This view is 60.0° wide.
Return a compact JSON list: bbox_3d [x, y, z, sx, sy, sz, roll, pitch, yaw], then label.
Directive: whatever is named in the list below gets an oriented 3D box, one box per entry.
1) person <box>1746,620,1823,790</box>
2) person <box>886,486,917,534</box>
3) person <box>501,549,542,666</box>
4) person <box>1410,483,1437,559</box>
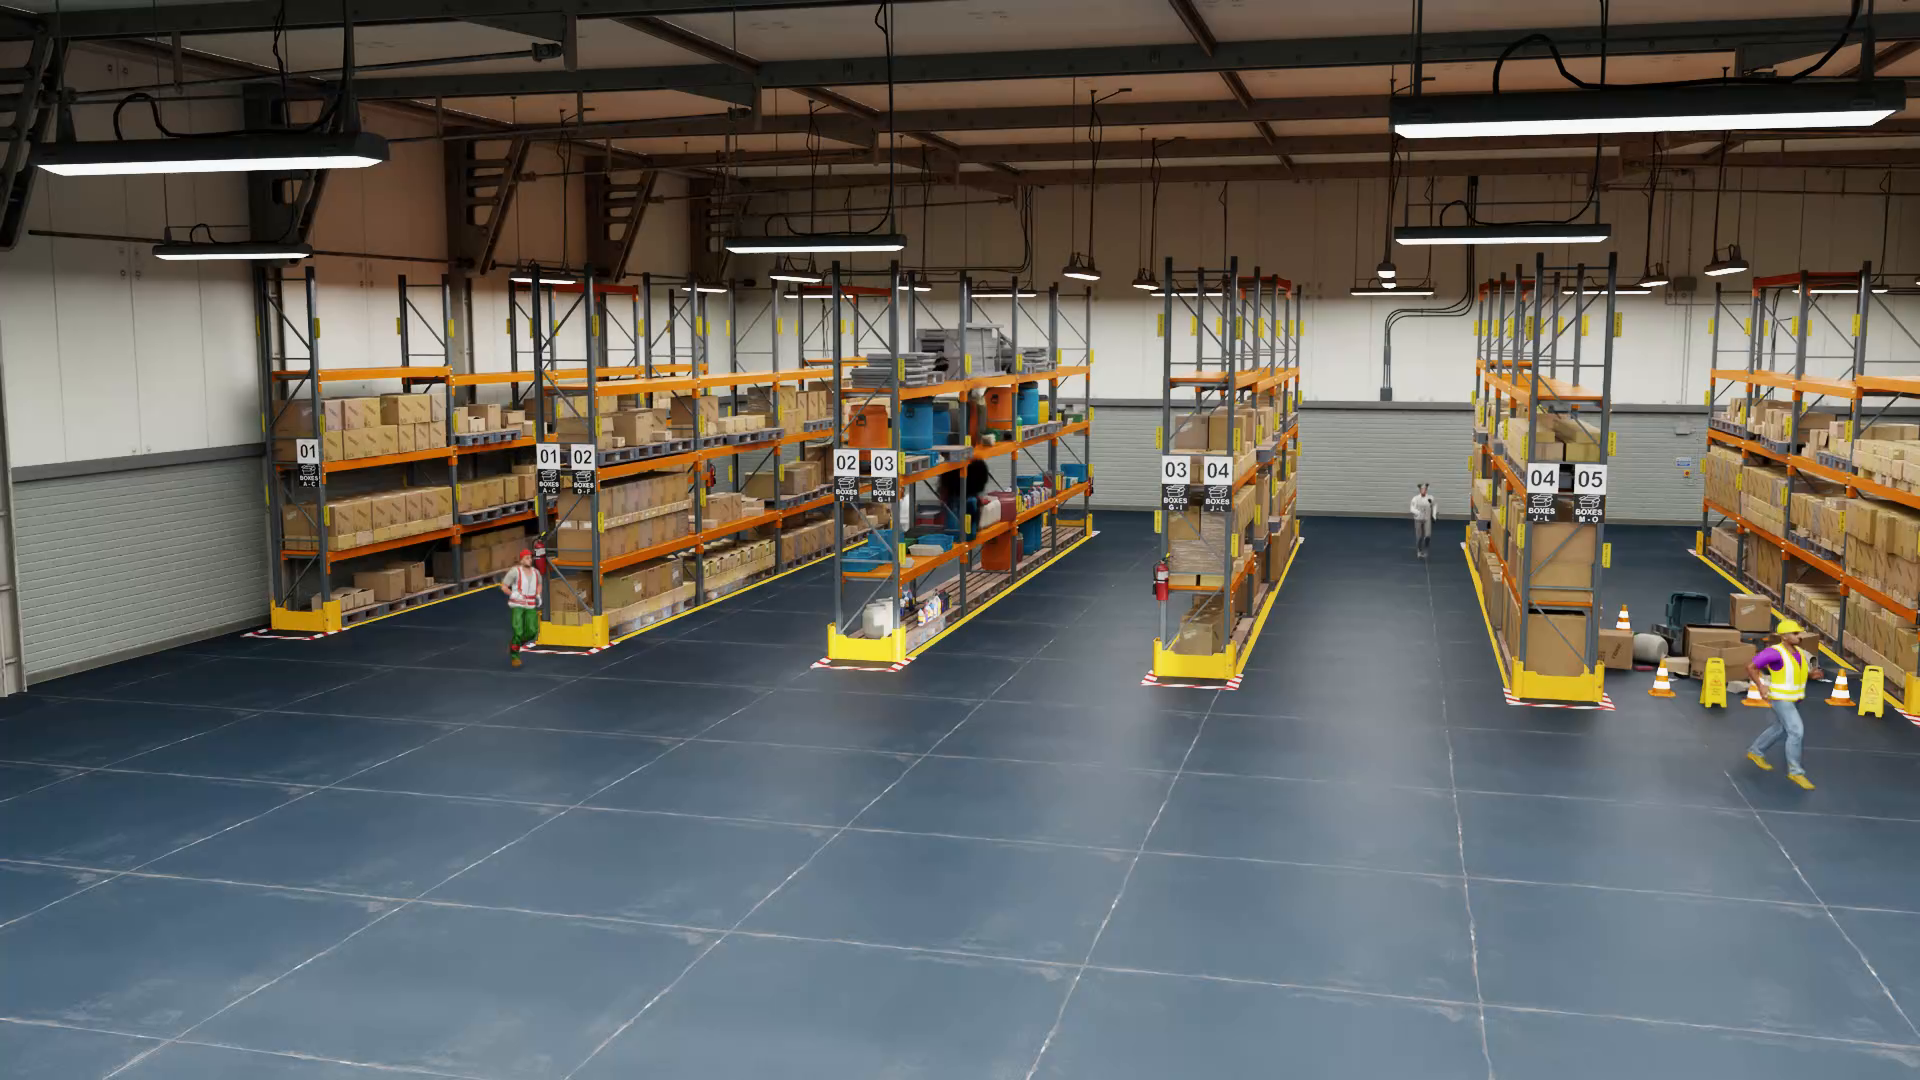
[{"bbox_3d":[9.141,1.782,18.418,0.682,1.803,0.879,-5,9,-34],"label":"person"},{"bbox_3d":[-1.263,-0.364,35.473,0.664,1.736,0.595,0,7,2],"label":"person"},{"bbox_3d":[-6.503,1.000,24.877,0.680,1.728,0.631,-6,9,-39],"label":"person"},{"bbox_3d":[10.098,-0.417,36.213,0.578,1.659,0.739,1,7,11],"label":"person"}]
